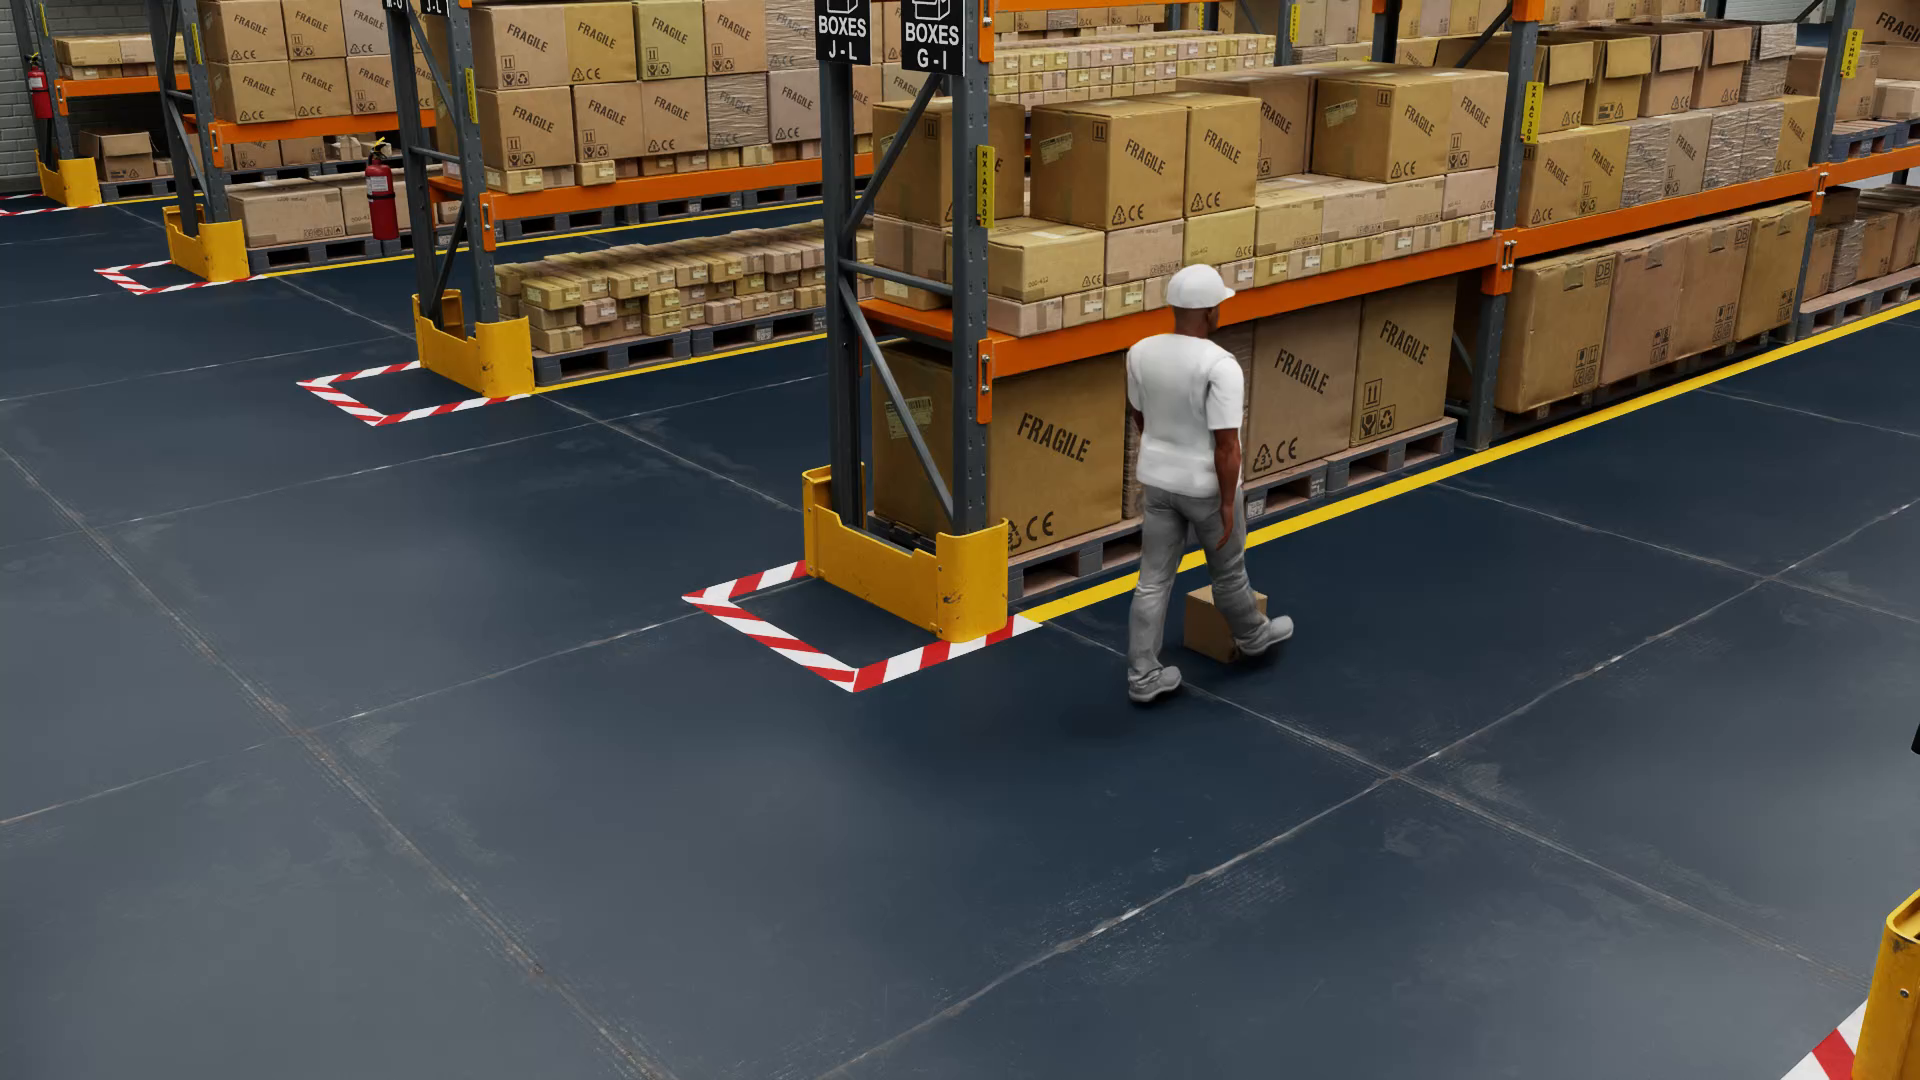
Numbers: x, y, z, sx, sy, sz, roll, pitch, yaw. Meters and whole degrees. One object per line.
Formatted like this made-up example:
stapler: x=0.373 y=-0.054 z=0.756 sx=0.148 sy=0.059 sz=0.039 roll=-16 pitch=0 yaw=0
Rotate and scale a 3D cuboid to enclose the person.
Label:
person: x=0.991 y=-0.275 z=6.718 sx=0.582 sy=1.732 sz=0.933 roll=16 pitch=26 yaw=36
